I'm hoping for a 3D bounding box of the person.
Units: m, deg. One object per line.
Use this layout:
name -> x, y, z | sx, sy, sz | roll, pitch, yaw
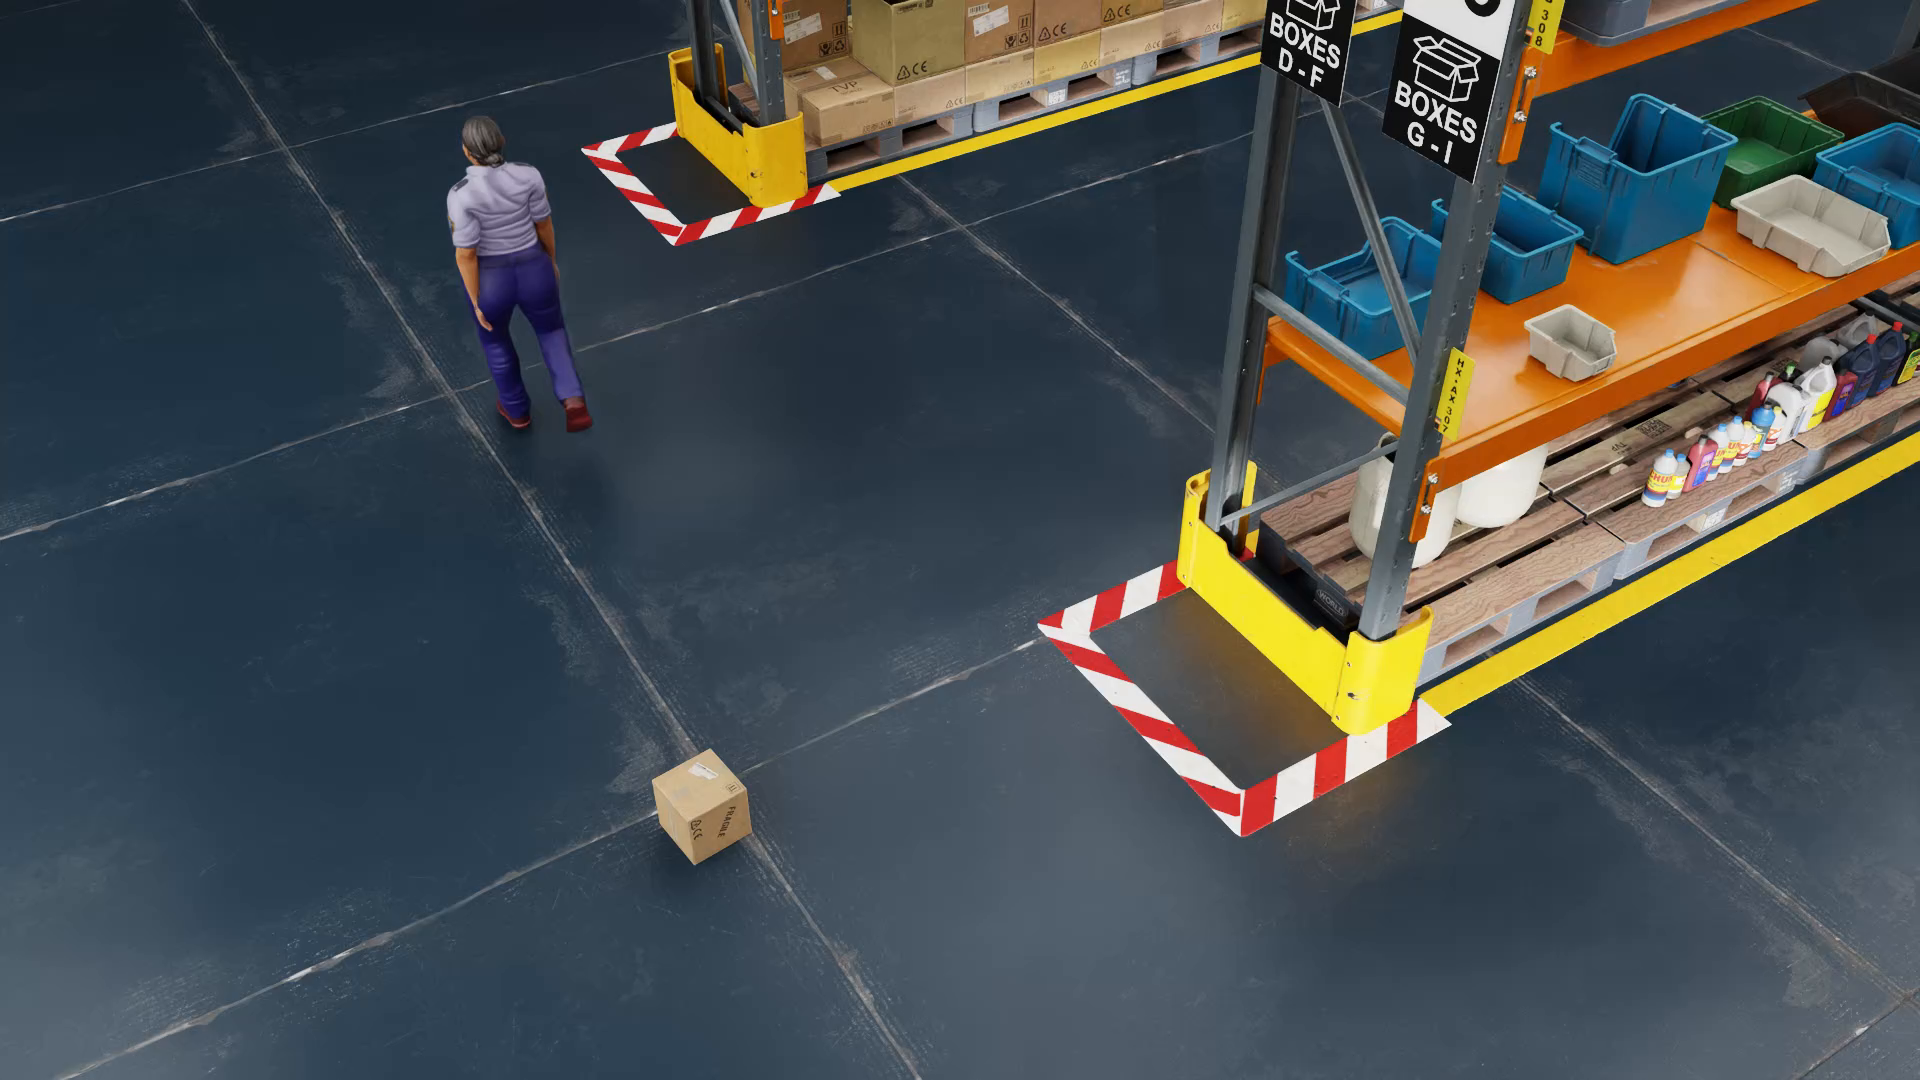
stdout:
person -> -1.999, -1.148, 7.463 | 0.466, 1.623, 0.669 | -20, 45, -22
